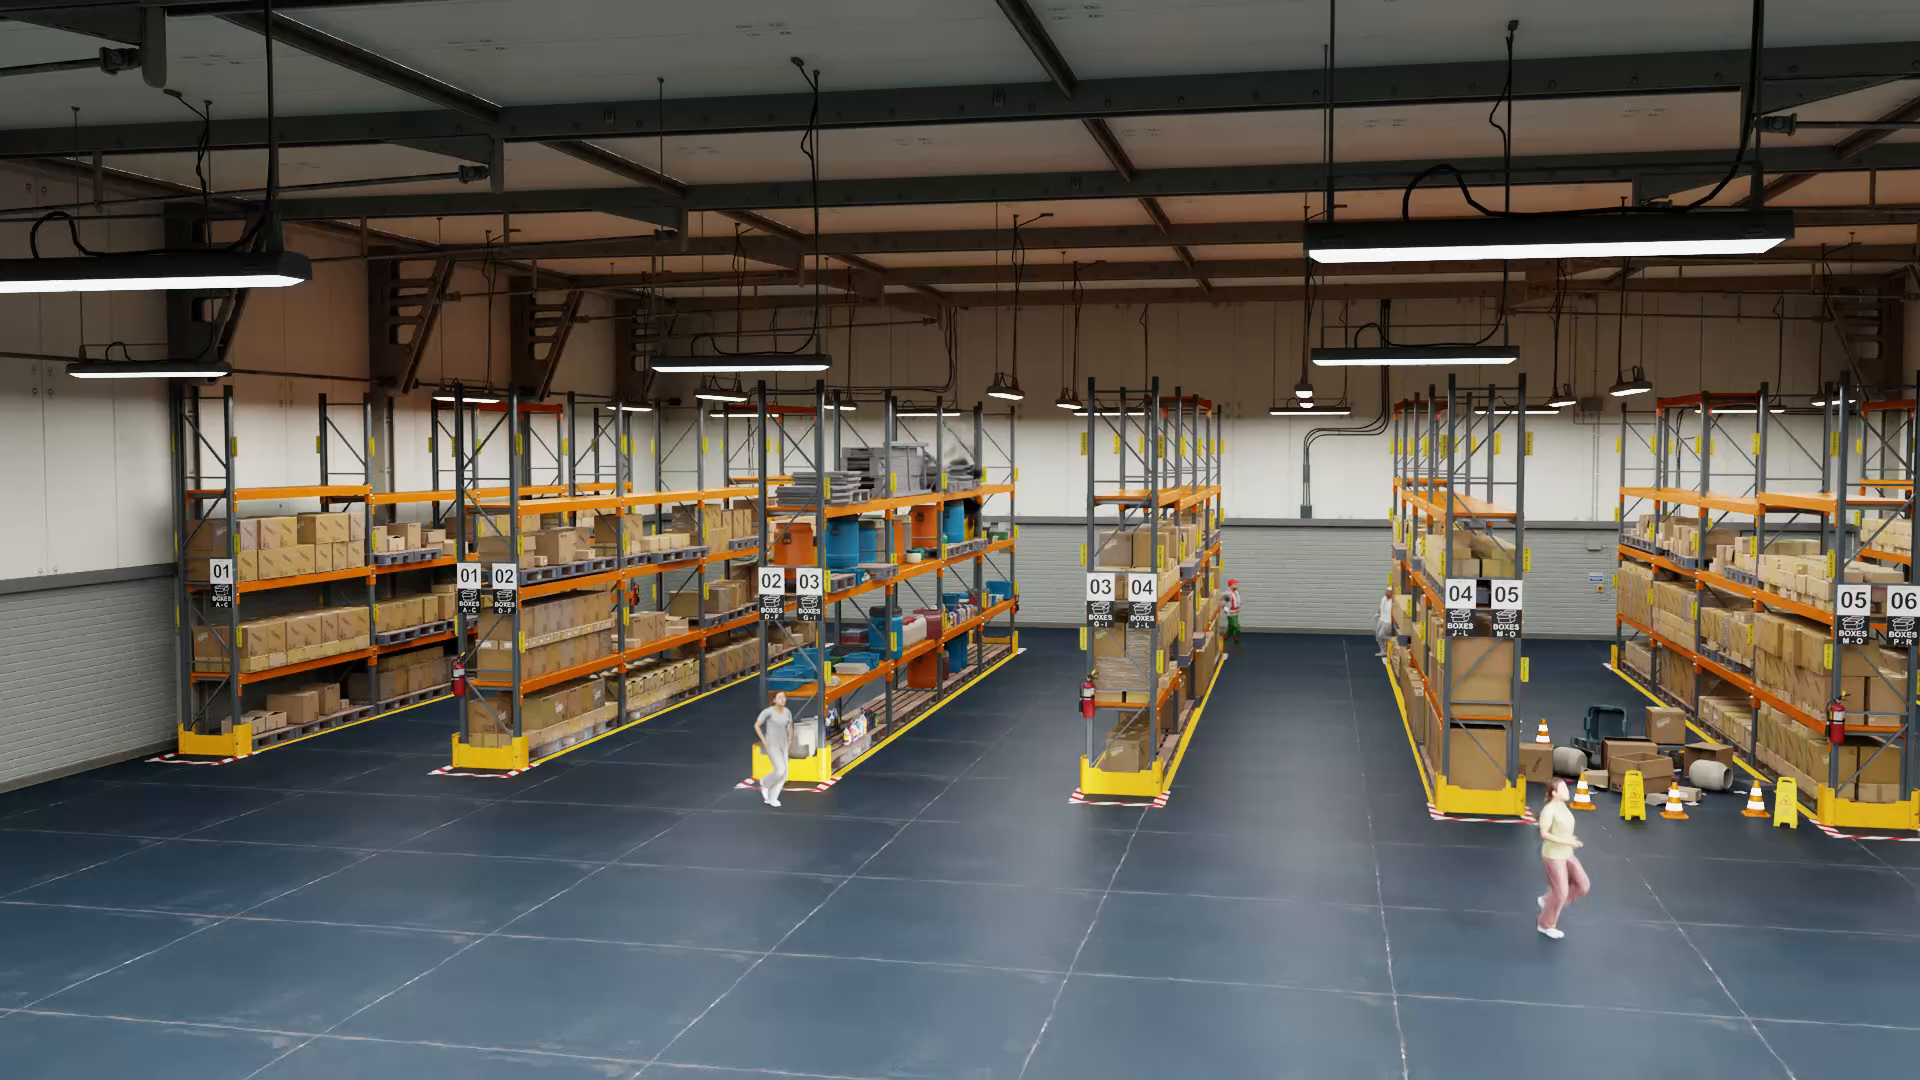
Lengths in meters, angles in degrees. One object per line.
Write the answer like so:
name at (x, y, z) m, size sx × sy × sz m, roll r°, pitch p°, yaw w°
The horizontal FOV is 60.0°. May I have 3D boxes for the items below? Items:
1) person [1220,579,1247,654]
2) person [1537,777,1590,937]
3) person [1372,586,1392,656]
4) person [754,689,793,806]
person at (6.582, 1.857, 40.368) m, size 0.755 × 1.843 × 0.653 m, roll 2°, pitch 4°, yaw 36°
person at (6.119, 3.231, 16.939) m, size 0.525 × 1.640 × 0.627 m, roll 3°, pitch 4°, yaw 43°
person at (10.184, 1.937, 39.599) m, size 0.553 × 1.716 × 0.734 m, roll -1°, pitch 3°, yaw -21°
person at (-2.567, 2.894, 23.216) m, size 0.563 × 1.637 × 0.528 m, roll -3°, pitch 4°, yaw -42°
